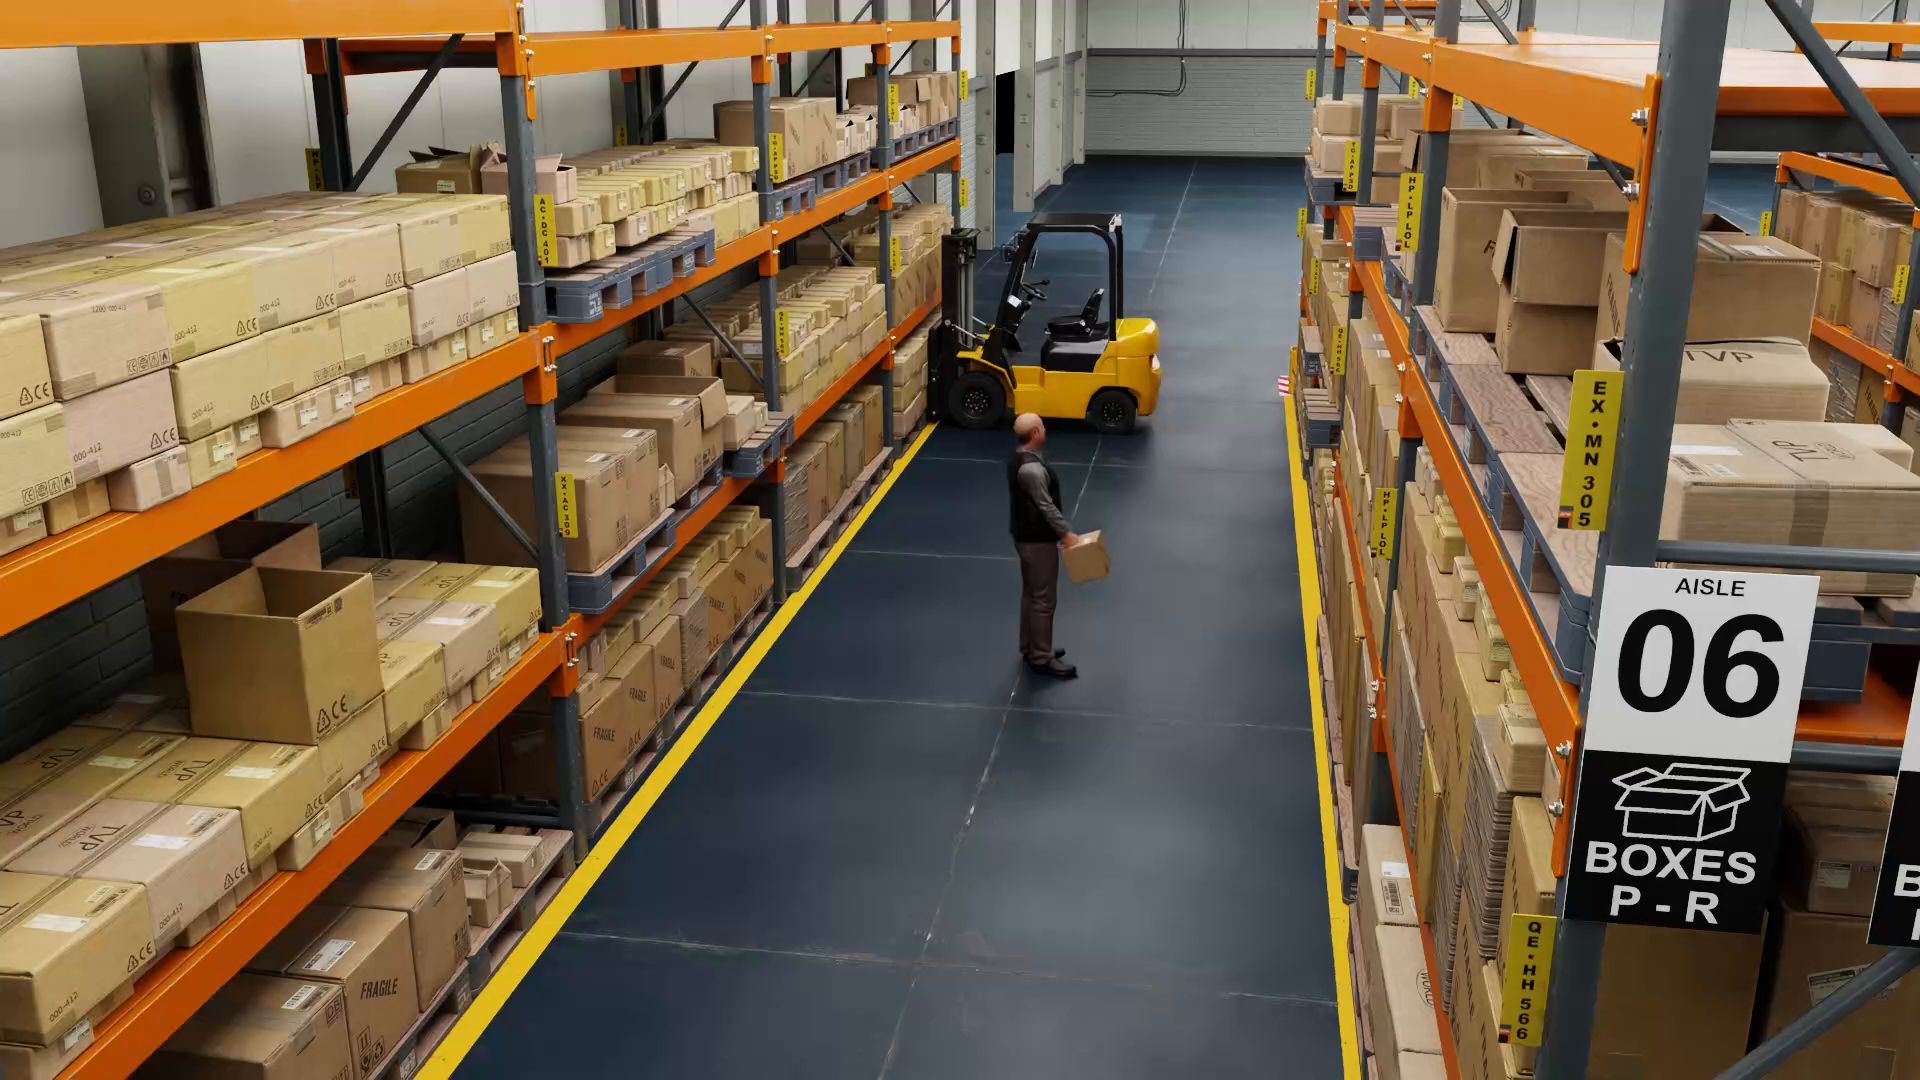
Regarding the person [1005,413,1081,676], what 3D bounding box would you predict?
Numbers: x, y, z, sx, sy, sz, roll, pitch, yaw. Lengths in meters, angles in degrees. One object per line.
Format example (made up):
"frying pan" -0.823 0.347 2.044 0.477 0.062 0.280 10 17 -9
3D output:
"person" 0.550 0.006 11.051 0.469 1.726 0.574 -3 18 -8
